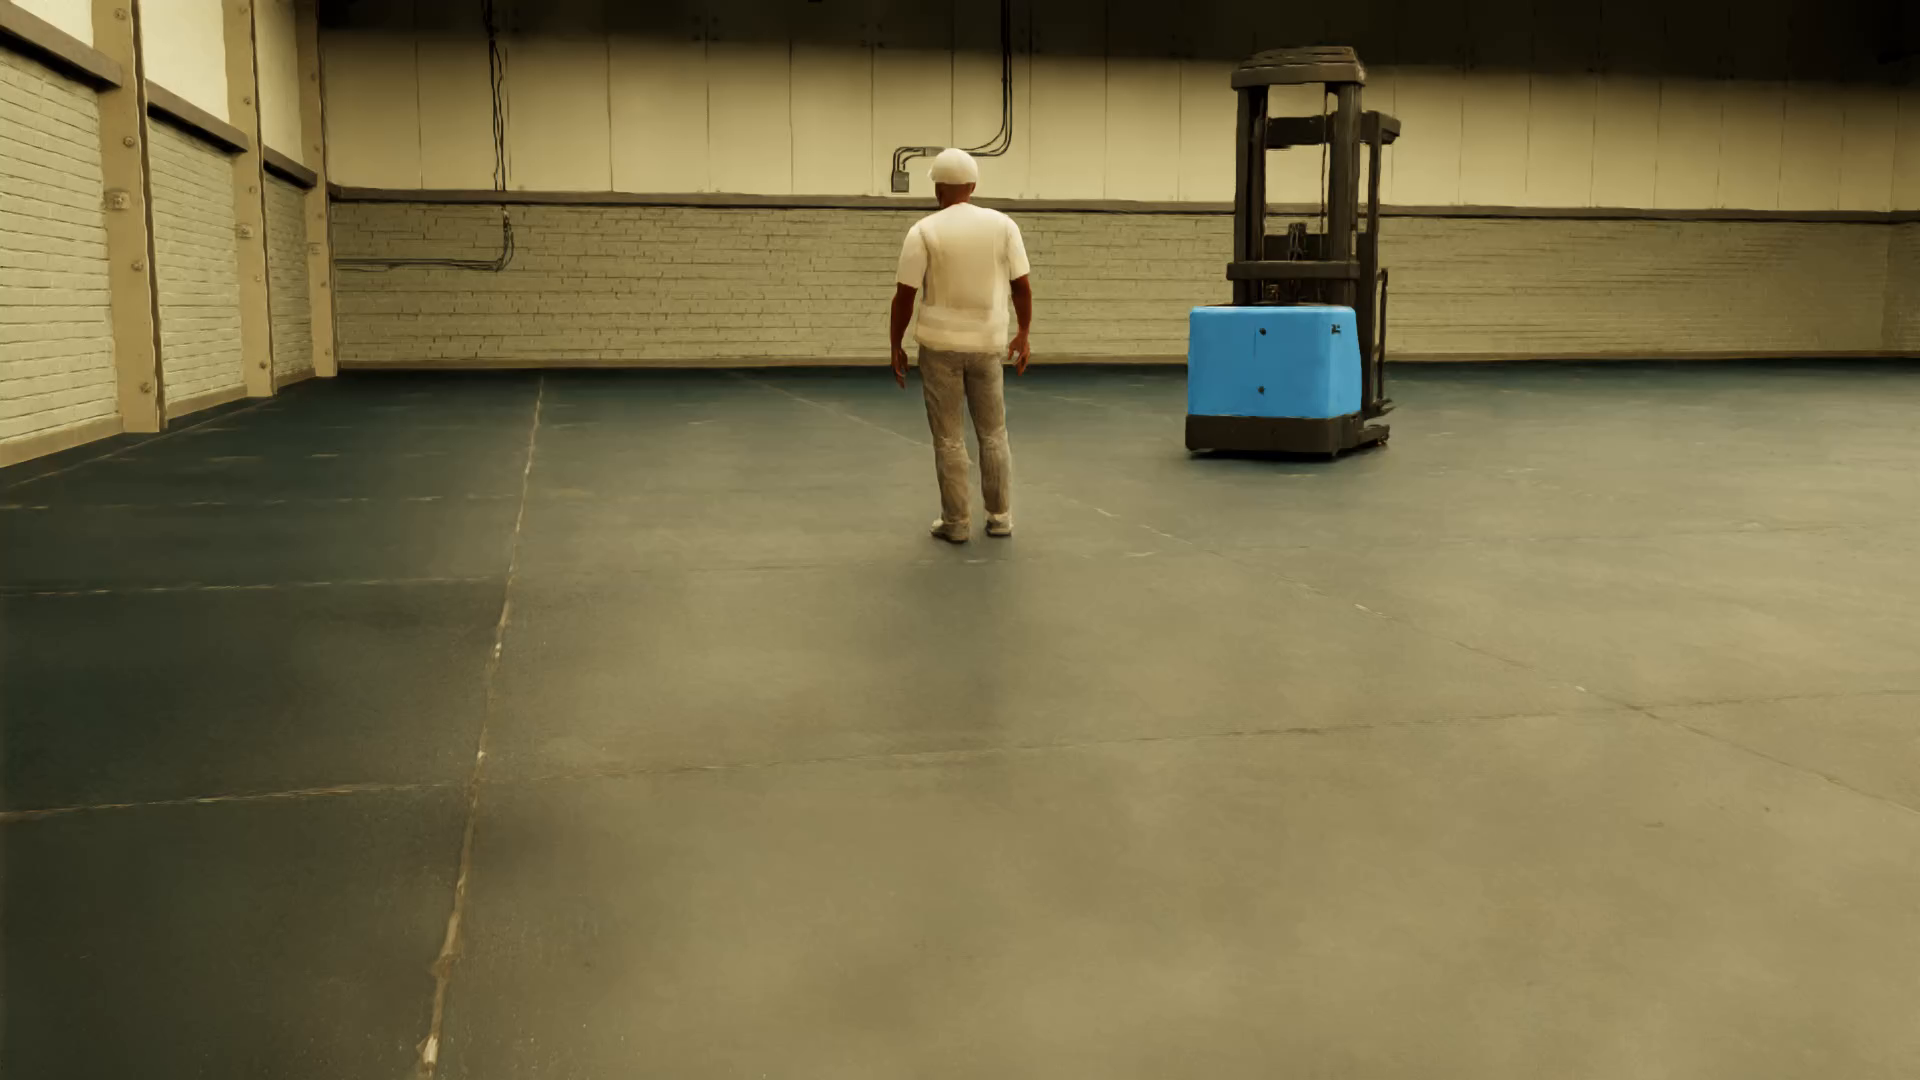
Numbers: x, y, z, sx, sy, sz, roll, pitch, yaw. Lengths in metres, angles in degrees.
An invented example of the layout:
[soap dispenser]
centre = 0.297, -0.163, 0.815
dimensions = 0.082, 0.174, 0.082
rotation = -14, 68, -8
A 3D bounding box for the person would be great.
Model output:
[person]
centre = -0.011, -0.891, 7.652
dimensions = 0.665, 1.766, 0.576
rotation = -2, 8, -13

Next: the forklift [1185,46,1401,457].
[forklift]
centre = 2.729, -2.200, 12.846
dimensions = 1.130, 2.935, 3.031
rotation = 4, 9, 26
